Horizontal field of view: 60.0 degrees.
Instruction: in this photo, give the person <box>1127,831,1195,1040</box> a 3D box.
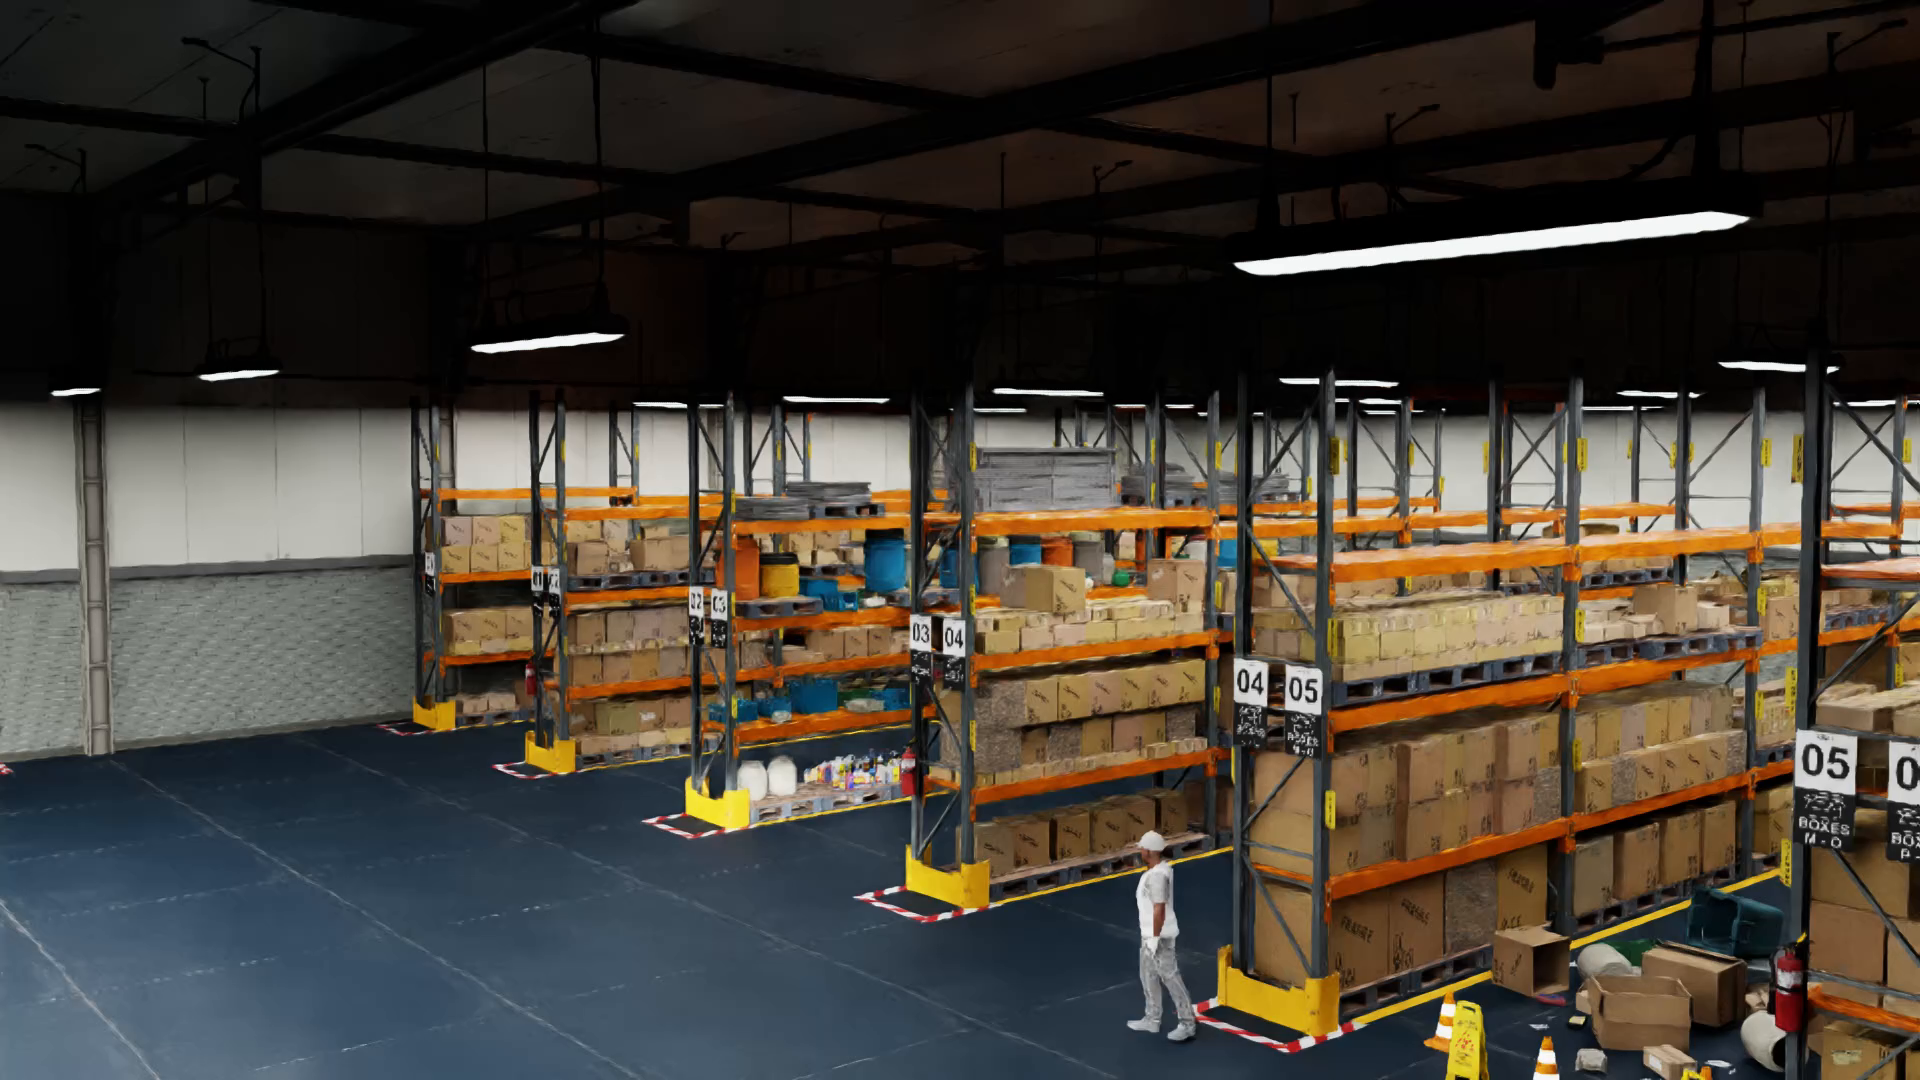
[{"bbox_3d":[1.754,3.429,14.493,0.597,1.775,0.585,0,3,8],"label":"person"}]
